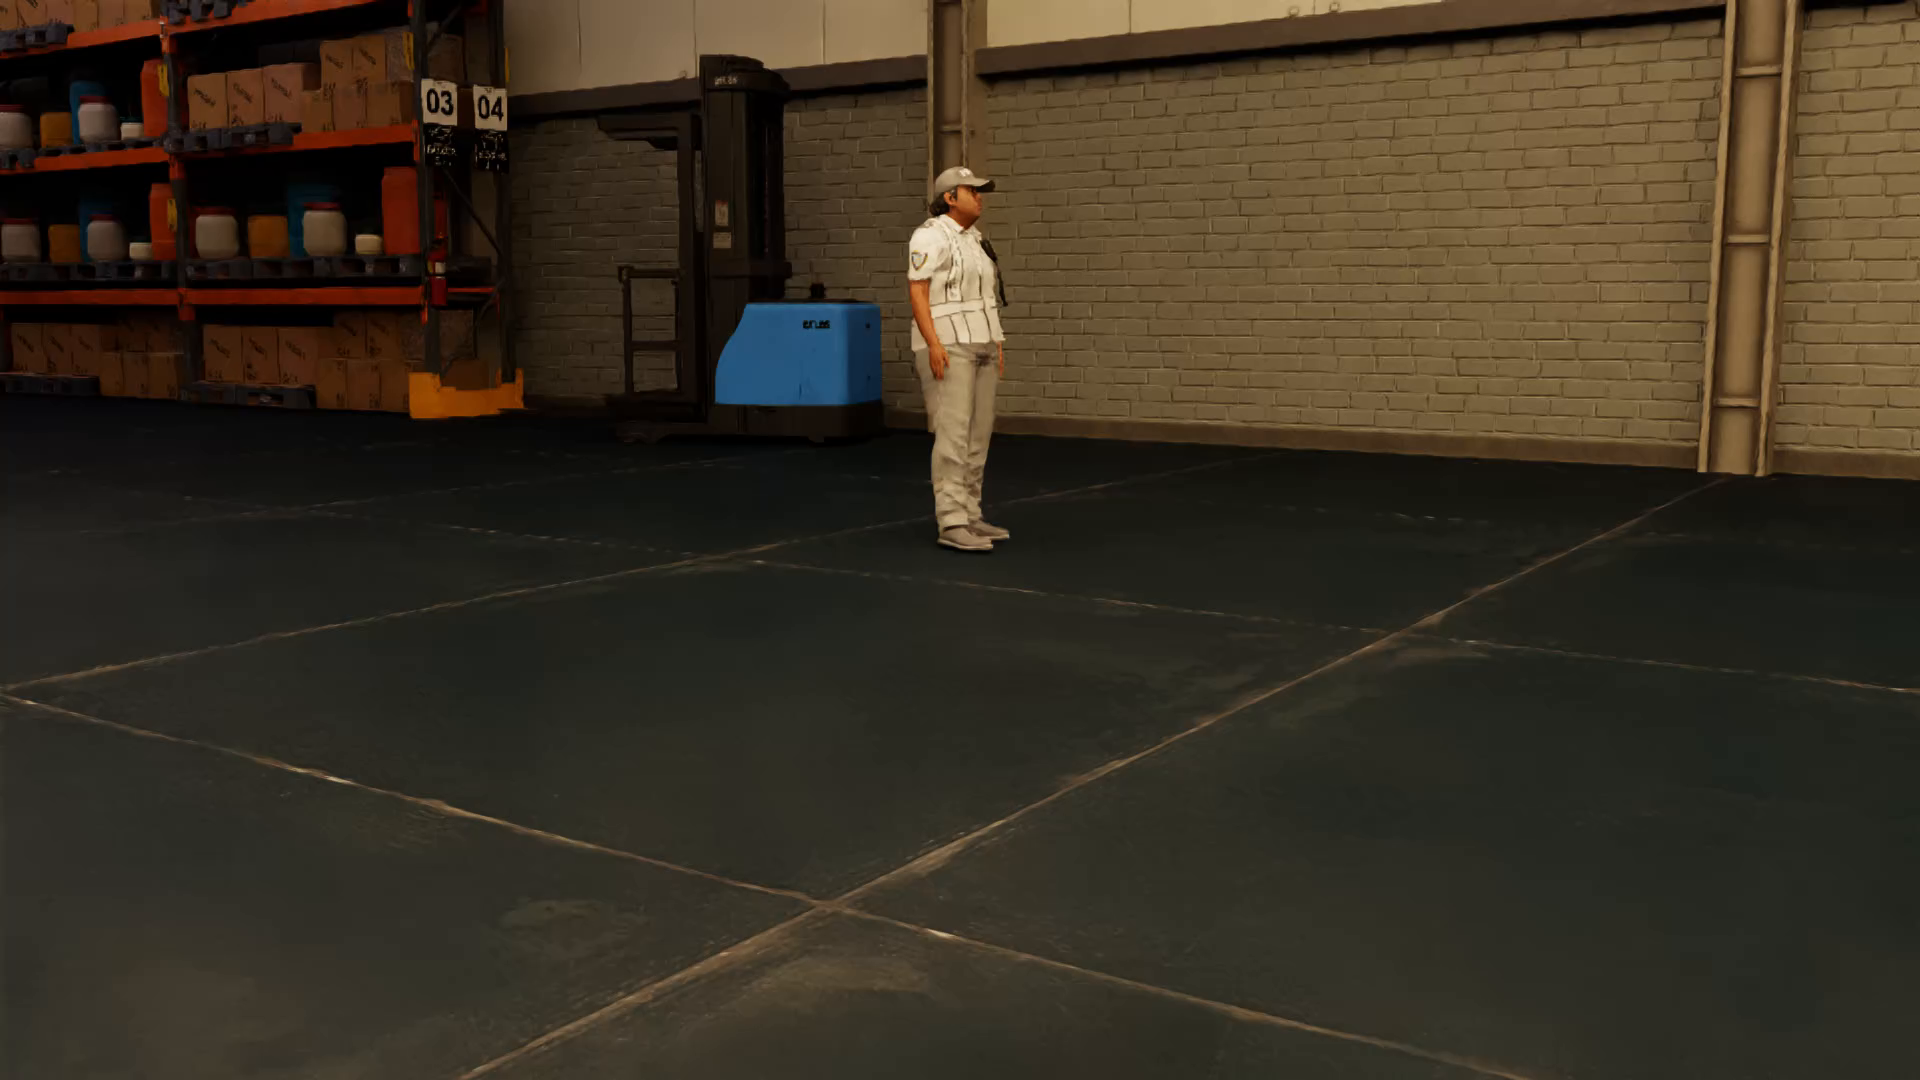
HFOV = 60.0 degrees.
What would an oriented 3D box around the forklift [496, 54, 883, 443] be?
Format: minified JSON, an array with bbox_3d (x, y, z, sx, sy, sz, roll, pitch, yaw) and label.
[{"bbox_3d":[-2.196,-2.277,13.204,3.031,2.935,1.130,2,8,14],"label":"forklift"}]

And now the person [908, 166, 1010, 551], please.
[{"bbox_3d":[0.051,-0.824,7.424,0.529,1.669,0.598,5,10,34],"label":"person"}]
